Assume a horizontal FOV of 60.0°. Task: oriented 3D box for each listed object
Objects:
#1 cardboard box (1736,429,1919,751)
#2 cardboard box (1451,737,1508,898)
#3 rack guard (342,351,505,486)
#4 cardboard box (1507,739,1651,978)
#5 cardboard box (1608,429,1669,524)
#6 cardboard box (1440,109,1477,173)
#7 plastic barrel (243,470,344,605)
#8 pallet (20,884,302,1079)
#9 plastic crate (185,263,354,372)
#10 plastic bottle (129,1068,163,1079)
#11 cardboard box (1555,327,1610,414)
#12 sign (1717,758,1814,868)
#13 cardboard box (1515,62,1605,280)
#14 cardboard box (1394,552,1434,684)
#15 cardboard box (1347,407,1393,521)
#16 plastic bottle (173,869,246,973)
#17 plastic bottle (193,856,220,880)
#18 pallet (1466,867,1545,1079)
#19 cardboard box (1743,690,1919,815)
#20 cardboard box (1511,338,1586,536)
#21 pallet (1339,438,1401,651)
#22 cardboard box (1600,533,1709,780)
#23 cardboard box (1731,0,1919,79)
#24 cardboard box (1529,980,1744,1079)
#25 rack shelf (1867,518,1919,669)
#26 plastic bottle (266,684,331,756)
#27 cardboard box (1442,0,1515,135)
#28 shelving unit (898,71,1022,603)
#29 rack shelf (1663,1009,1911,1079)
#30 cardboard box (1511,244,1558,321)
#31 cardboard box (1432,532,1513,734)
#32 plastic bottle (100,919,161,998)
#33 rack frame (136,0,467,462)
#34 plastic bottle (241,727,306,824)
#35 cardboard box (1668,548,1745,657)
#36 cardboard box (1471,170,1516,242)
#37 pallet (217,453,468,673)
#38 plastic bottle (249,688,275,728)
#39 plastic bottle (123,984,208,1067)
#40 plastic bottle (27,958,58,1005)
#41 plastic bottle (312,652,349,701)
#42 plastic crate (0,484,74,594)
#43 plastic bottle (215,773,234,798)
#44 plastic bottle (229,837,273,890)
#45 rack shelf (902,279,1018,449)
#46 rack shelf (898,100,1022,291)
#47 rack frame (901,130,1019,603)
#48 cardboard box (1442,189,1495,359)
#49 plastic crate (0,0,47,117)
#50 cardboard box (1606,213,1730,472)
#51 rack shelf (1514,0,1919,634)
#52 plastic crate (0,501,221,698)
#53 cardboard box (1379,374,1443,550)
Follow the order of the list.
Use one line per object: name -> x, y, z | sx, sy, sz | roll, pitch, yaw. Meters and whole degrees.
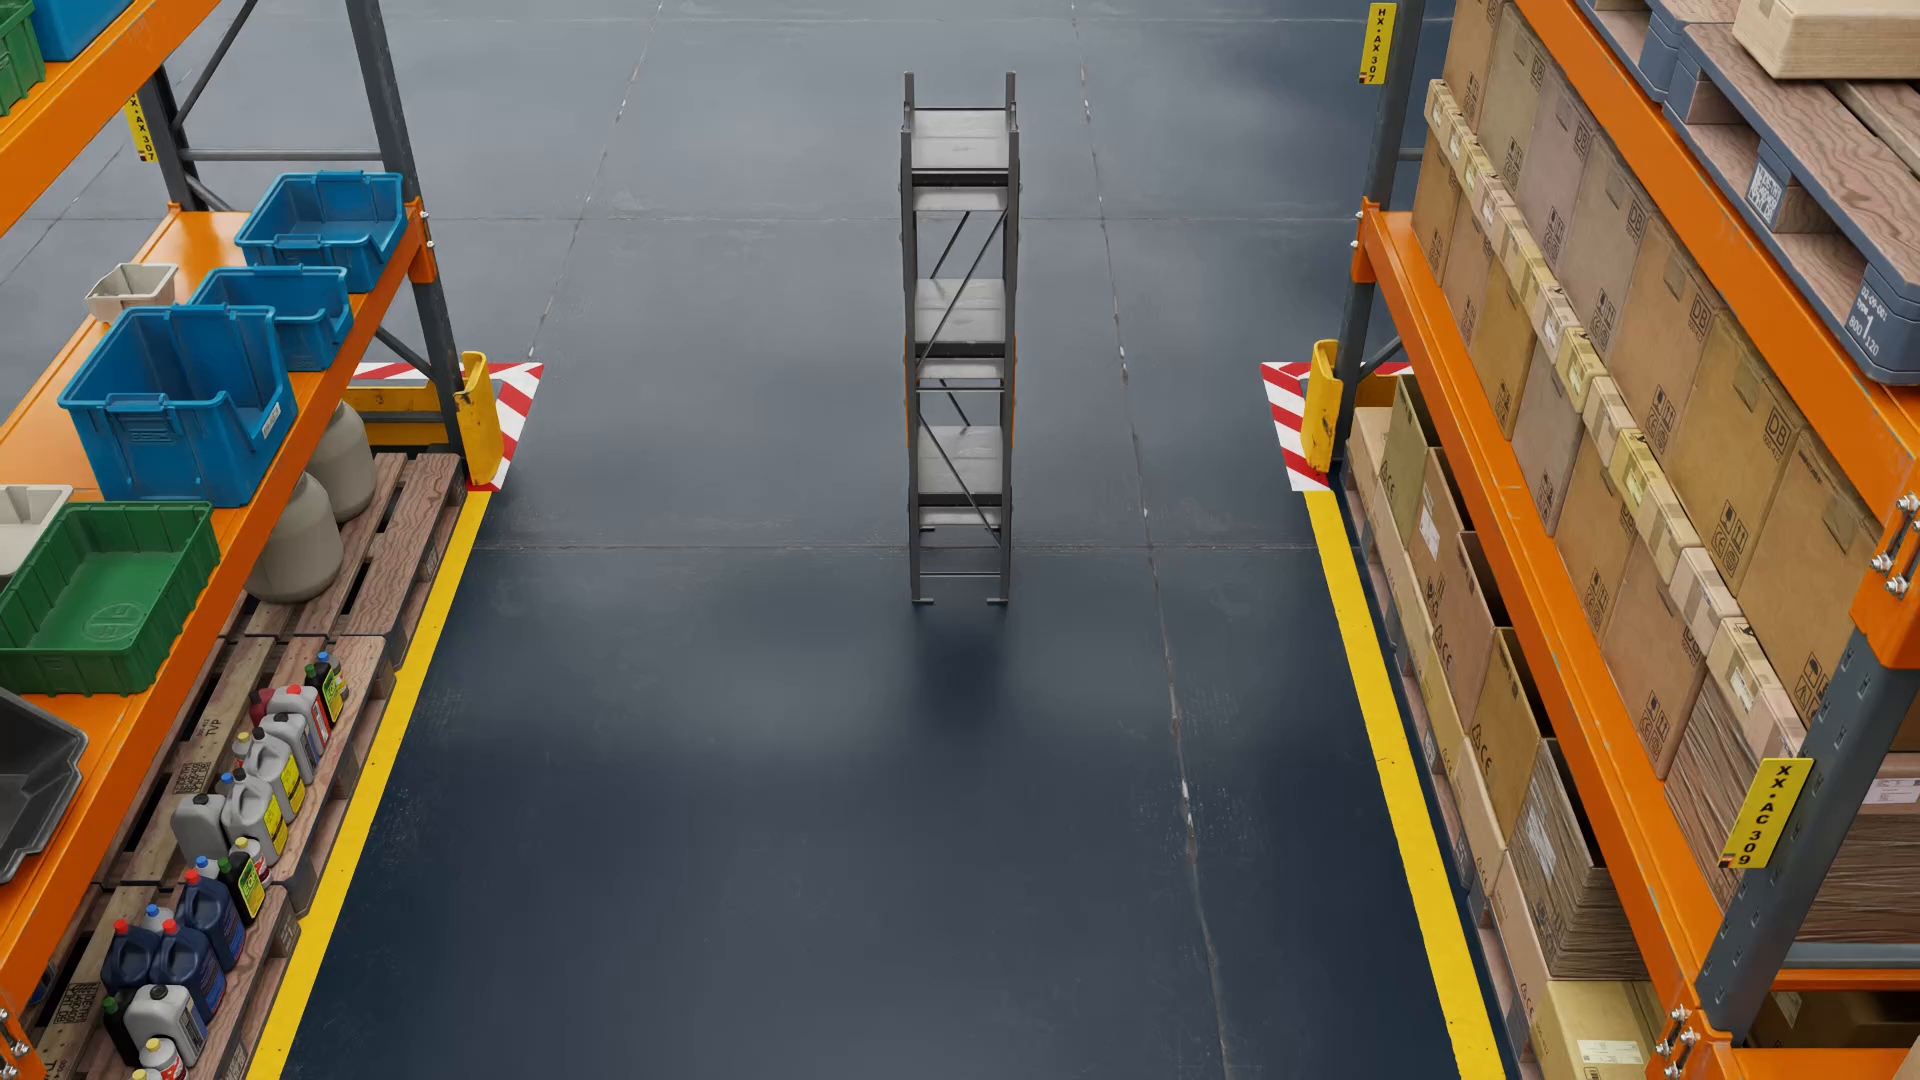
cardboard box -> 2.190, 0.106, 3.602 | 0.700, 0.500, 0.500 | 0, 39, 0
cardboard box -> 1.972, 0.922, 5.563 | 0.500, 0.250, 0.500 | 0, 39, 0
rack guard -> -2.714, -0.549, 7.535 | 1.175, 0.500, 0.348 | 0, 39, 0
cardboard box -> 1.989, 0.942, 4.939 | 0.500, 0.500, 0.500 | 0, 39, 0
cardboard box -> 1.983, -0.170, 4.465 | 0.380, 0.149, 0.250 | 0, 39, 0
cardboard box -> 1.980, -1.455, 6.068 | 0.380, 0.149, 0.250 | -1, 39, -1
plastic barrel -> -2.684, -0.040, 6.555 | 0.421, 0.512, 0.421 | 0, 39, 0
pallet -> -2.716, 1.598, 5.088 | 1.003, 0.211, 1.213 | 0, 39, 0
plastic crate -> -2.466, -0.795, 5.962 | 0.499, 0.251, 0.408 | 0, 39, 0
plastic bottle -> -2.319, 1.587, 4.757 | 0.097, 0.201, 0.097 | 0, 39, 0
cardboard box -> 1.979, -0.494, 4.869 | 0.380, 0.149, 0.250 | 1, 39, 1
sign -> 1.642, 0.561, 3.396 | 0.100, 0.325, 0.005 | 0, 39, 0
cardboard box -> 2.187, -1.149, 5.168 | 0.700, 0.500, 0.500 | 0, 39, 0
cardboard box -> 1.975, 0.297, 6.344 | 0.500, 0.250, 0.500 | 0, 39, 0
cardboard box -> 1.970, -0.328, 7.124 | 0.500, 0.250, 0.500 | 0, 39, 0
plastic bottle -> -2.343, 1.168, 5.160 | 0.144, 0.351, 0.185 | -2, 39, -2
plastic bottle -> -2.380, 1.107, 5.299 | 0.097, 0.271, 0.097 | 0, 39, 0
pallet -> 2.238, 1.519, 5.186 | 1.003, 0.211, 1.213 | 0, 39, 0
cardboard box -> 1.982, 0.466, 3.671 | 0.380, 0.149, 0.250 | 0, 39, 0
cardboard box -> 2.184, -0.352, 5.211 | 0.700, 0.500, 0.500 | 1, 39, 1
pallet -> 2.235, -0.007, 7.090 | 1.003, 0.211, 1.213 | 0, 39, 0
cardboard box -> 2.183, 0.282, 4.420 | 0.700, 0.500, 0.500 | 0, 39, -1
cardboard box -> 1.922, -1.117, 3.599 | 0.380, 0.149, 0.250 | 0, 39, 0
cardboard box -> 1.978, 1.548, 4.783 | 0.500, 0.250, 0.500 | 0, 39, 0
rack shelf -> 2.199, 1.289, 1.419 | 1.077, 0.370, 4.000 | 0, 39, 0
plastic bottle -> -2.348, 0.625, 5.898 | 0.152, 0.276, 0.135 | 0, 39, 0
cardboard box -> 2.180, -1.793, 5.972 | 0.700, 0.500, 0.500 | 0, 39, 0
shelving unit -> 0.000, -0.716, 6.464 | 0.431, 2.100, 0.503 | 0, 39, 0
rack shelf -> 2.199, 2.460, 2.357 | 1.077, 0.370, 4.000 | 0, 39, 0
cardboard box -> 1.981, -0.814, 5.269 | 0.380, 0.149, 0.250 | -1, 39, -1
cardboard box -> 1.969, 0.317, 5.719 | 0.500, 0.500, 0.500 | 0, 39, 0
plastic bottle -> -2.487, 1.287, 5.012 | 0.144, 0.351, 0.185 | 0, 39, 0
rack frame -> -2.761, -1.572, 6.813 | 1.000, 3.000, 0.127 | 0, 39, 0
plastic bottle -> -2.344, 0.786, 5.637 | 0.144, 0.351, 0.185 | 1, 39, 2
cardboard box -> 1.981, 0.148, 4.068 | 0.380, 0.149, 0.250 | -1, 39, -1
cardboard box -> 1.977, -1.141, 5.676 | 0.380, 0.149, 0.250 | -1, 39, -1
pallet -> -2.719, 0.072, 6.992 | 1.003, 0.211, 1.213 | 0, 39, 0
plastic bottle -> -2.454, 0.623, 5.895 | 0.061, 0.283, 0.133 | 0, 39, 0
plastic bottle -> -2.346, 1.419, 4.907 | 0.152, 0.276, 0.135 | 1, 39, 2
plastic bottle -> -2.898, 1.282, 5.077 | 0.152, 0.276, 0.135 | 0, 39, 0
plastic bottle -> -2.321, 0.497, 6.118 | 0.097, 0.201, 0.097 | 0, 39, 0
plastic crate -> -3.012, 0.017, 5.041 | 0.530, 0.136, 0.437 | 0, 39, 0
plastic bottle -> -2.464, 0.872, 5.649 | 0.097, 0.201, 0.097 | 0, 39, 0
plastic bottle -> -2.320, 1.050, 5.427 | 0.097, 0.201, 0.097 | 0, 39, 0
rack shelf -> 0.000, -0.705, 6.473 | 0.431, 0.518, 0.480 | 0, 39, 0
rack shelf -> 0.000, -1.251, 6.035 | 0.431, 0.518, 0.480 | 0, 39, 0
rack frame -> 0.000, -0.563, 6.274 | 0.400, 2.100, 0.015 | 0, 39, 0
cardboard box -> 2.185, -0.992, 6.009 | 0.700, 0.500, 0.500 | 1, 39, 1
plastic crate -> -2.486, -1.145, 4.051 | 0.336, 0.188, 0.450 | 0, 39, 0
cardboard box -> 2.188, -0.524, 4.387 | 0.700, 0.500, 0.500 | 0, 39, 0
rack shelf -> 2.194, -1.212, 4.541 | 1.077, 0.370, 4.000 | 0, 39, 0
plastic crate -> -2.476, 0.163, 4.817 | 0.450, 0.188, 0.662 | 0, 39, 0
cardboard box -> 1.973, -0.308, 6.499 | 0.500, 0.500, 0.500 | 0, 39, 0
